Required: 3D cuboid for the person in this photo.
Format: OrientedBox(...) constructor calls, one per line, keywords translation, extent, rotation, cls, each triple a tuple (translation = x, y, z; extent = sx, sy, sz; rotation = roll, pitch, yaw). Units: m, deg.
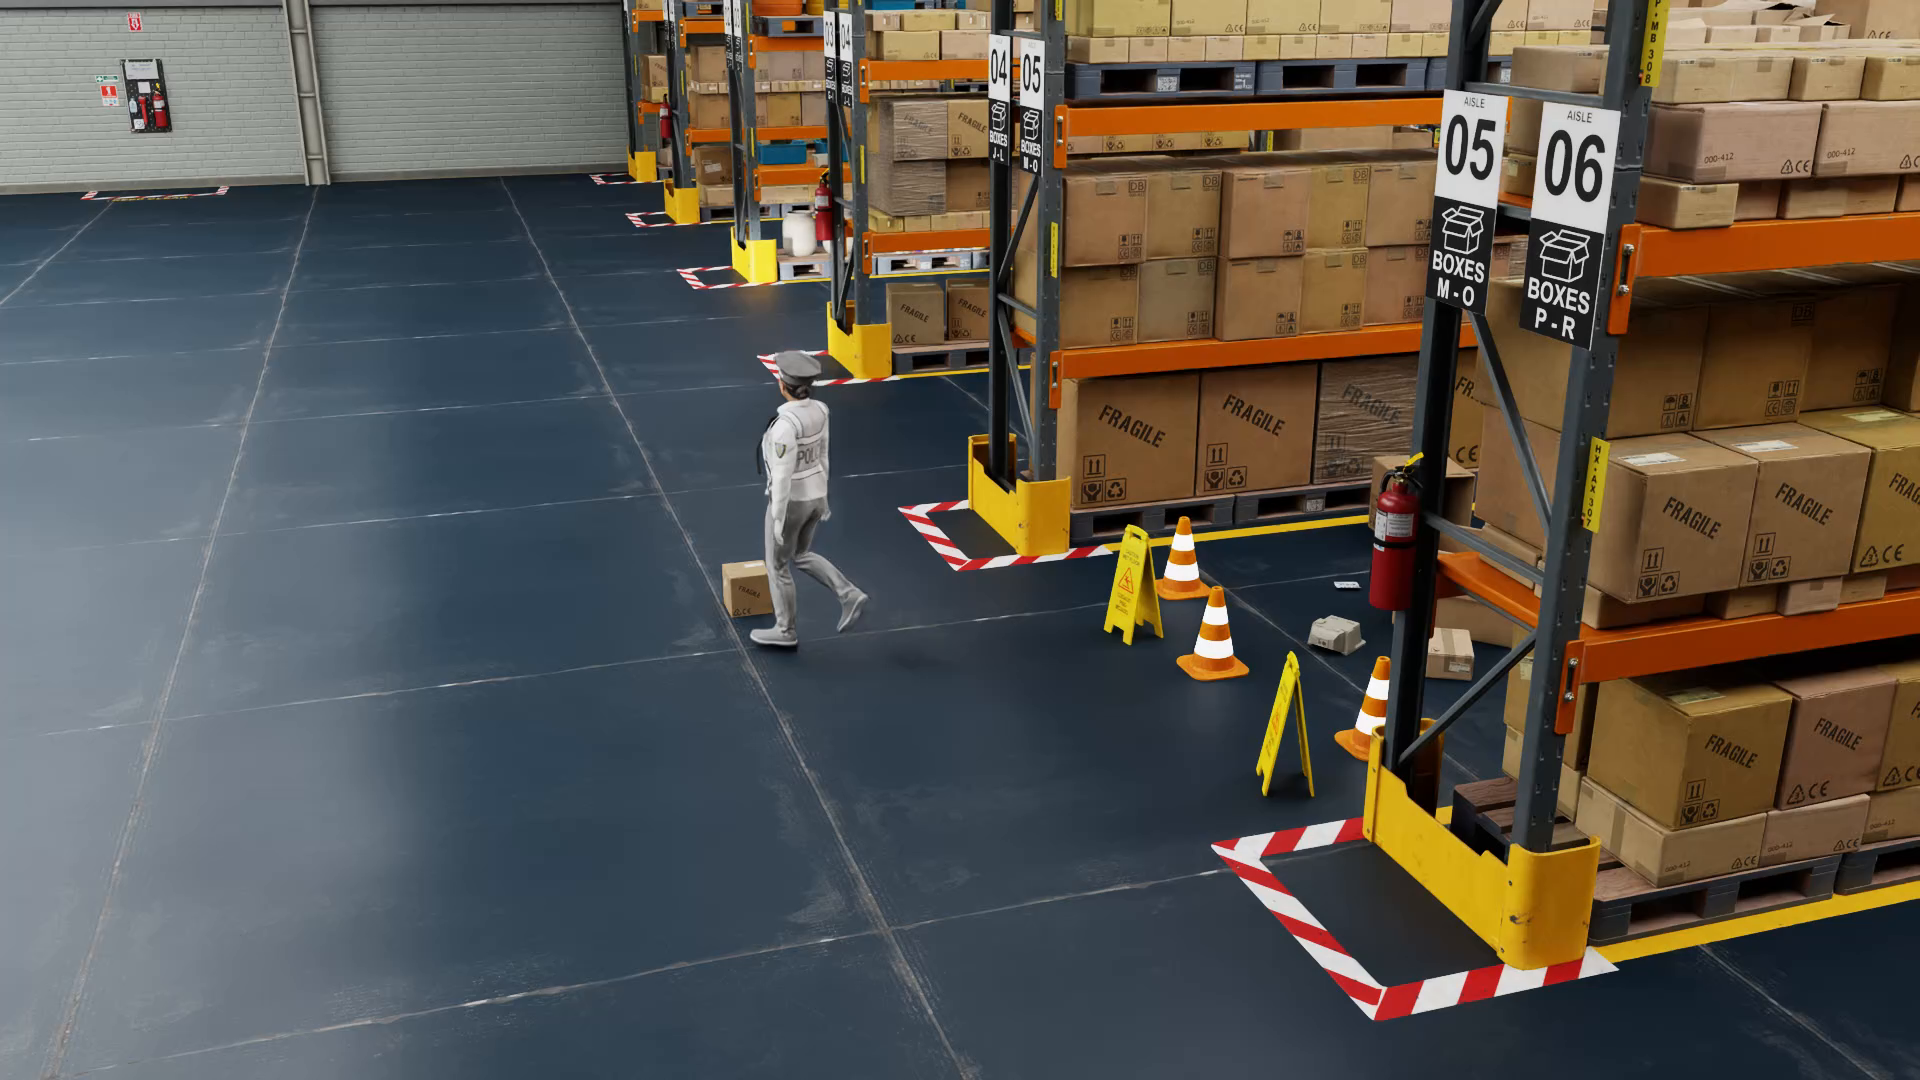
OrientedBox(translation=(-0.854, -0.204, 9.090), extent=(0.650, 1.669, 0.505), rotation=(9, 21, 23), cls="person")
